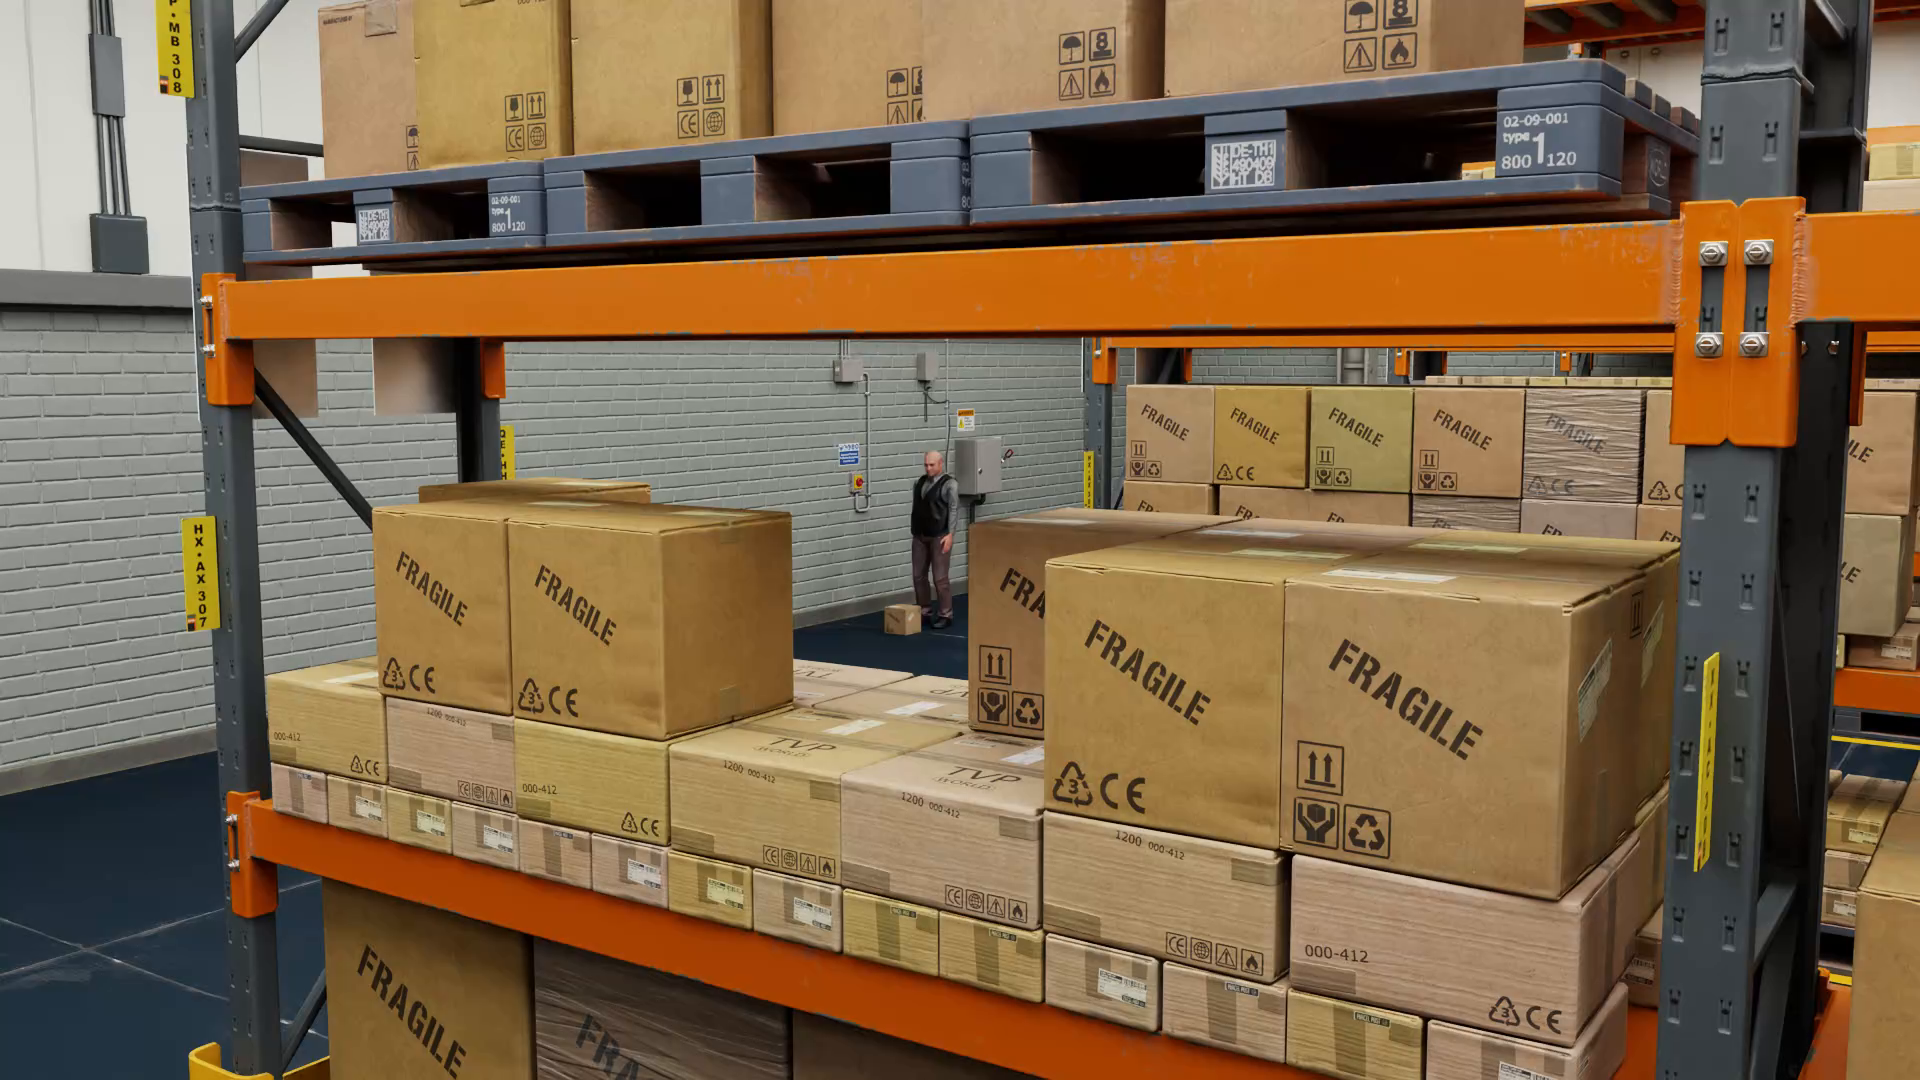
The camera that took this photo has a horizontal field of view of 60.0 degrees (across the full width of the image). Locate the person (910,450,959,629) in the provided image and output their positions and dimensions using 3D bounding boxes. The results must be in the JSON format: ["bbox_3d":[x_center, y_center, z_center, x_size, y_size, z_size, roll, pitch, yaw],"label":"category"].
[{"bbox_3d":[-0.249,-0.011,16.066,0.535,1.714,0.353,4,8,35],"label":"person"}]
